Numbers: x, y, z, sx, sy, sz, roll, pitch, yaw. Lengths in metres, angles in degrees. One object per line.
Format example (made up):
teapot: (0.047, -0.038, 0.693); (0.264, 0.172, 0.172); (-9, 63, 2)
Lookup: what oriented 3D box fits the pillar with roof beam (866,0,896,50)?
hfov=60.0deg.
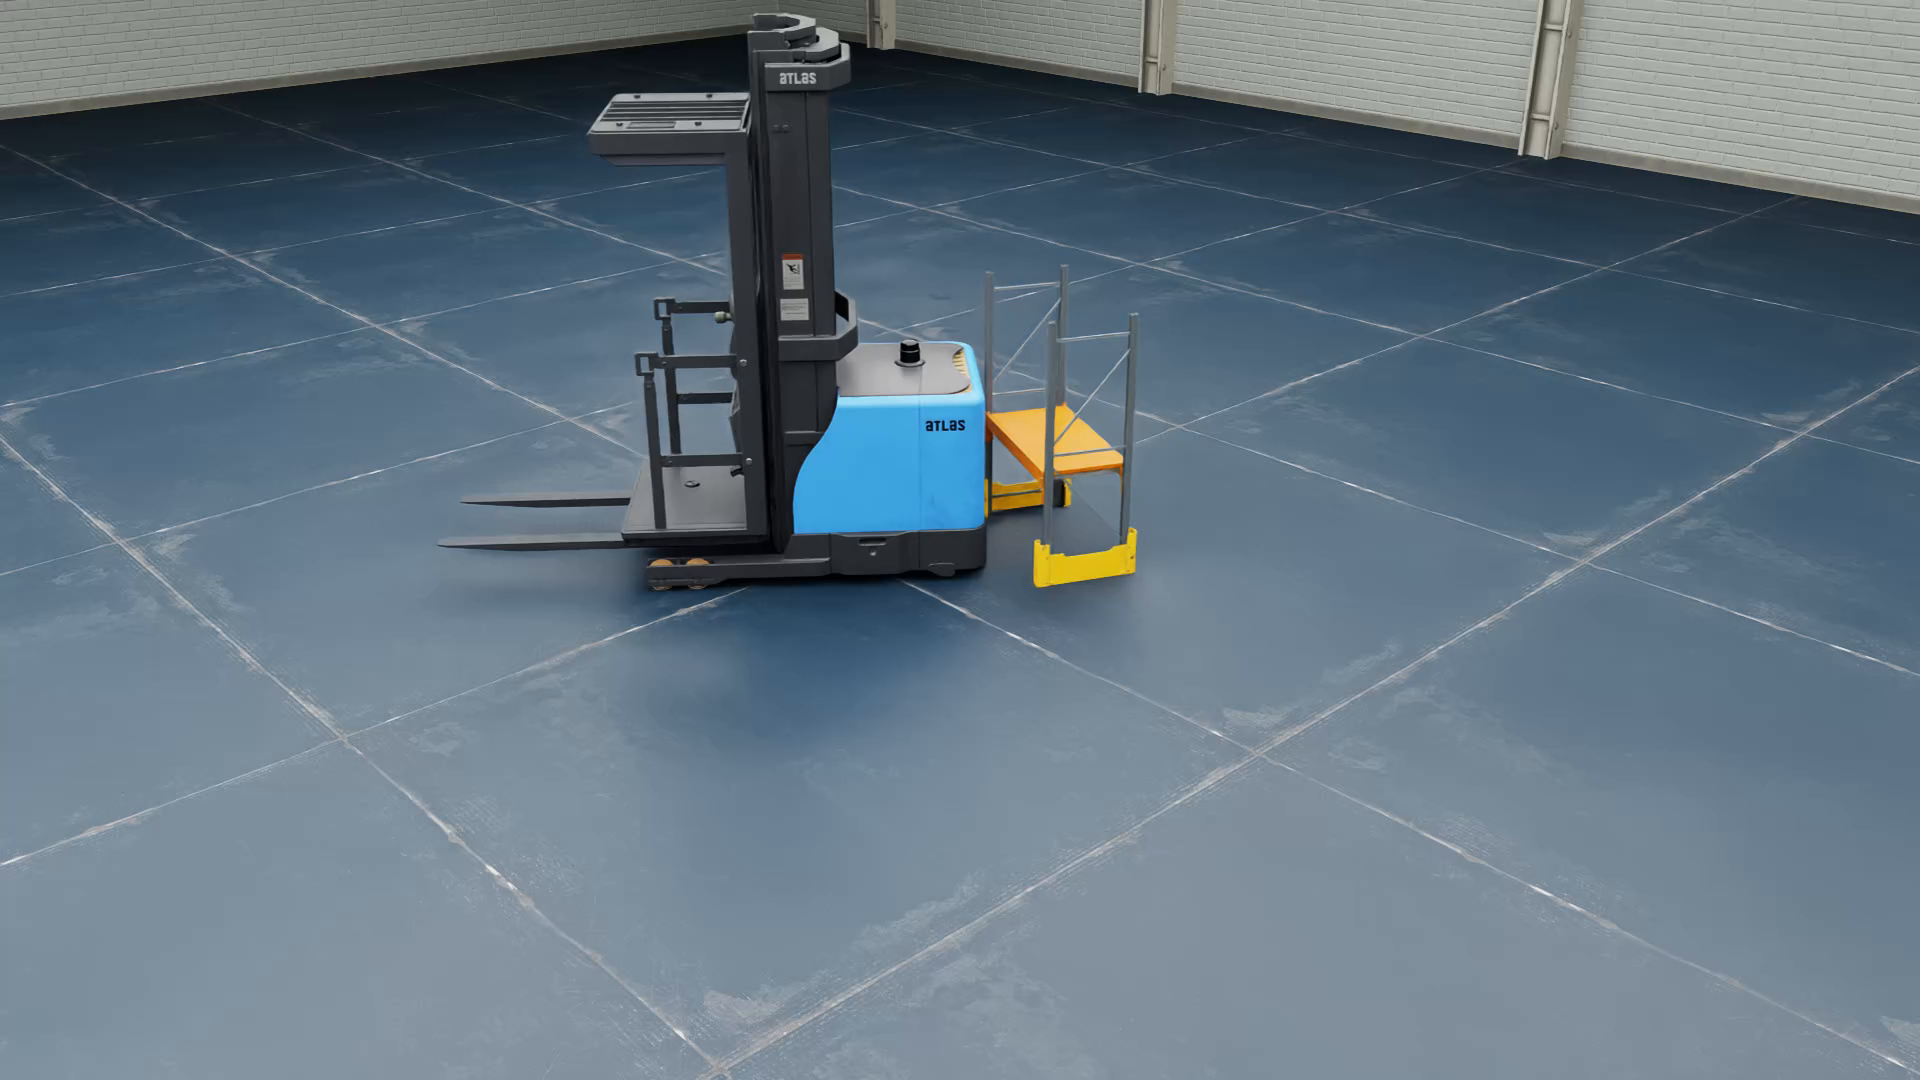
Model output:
pillar with roof beam: (-4.452, -11.087, 23.211); (9.100, 9.000, 0.400); (-21, 32, -38)

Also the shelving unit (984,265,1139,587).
shelving unit: (0.545, -0.671, 9.415); (0.587, 1.500, 1.083); (-8, 26, -16)

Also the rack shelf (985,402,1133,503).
rack shelf: (0.542, -0.511, 9.497); (0.538, 0.185, 1.000); (-8, 26, -16)

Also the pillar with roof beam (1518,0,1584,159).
pillar with roof beam: (3.750, -7.452, 15.242); (9.100, 9.000, 0.400); (-21, 32, -38)

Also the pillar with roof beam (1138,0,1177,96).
pillar with roof beam: (-0.351, -9.269, 19.227); (9.100, 9.000, 0.400); (-21, 32, -38)

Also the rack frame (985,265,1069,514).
rack frame: (0.387, -0.876, 9.863); (0.500, 1.500, 0.032); (-8, 26, -16)

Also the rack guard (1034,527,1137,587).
rack guard: (0.696, 0.094, 9.243); (0.587, 0.250, 0.087); (-8, 26, -16)

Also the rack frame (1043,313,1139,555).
rack frame: (0.697, -0.474, 8.982); (0.500, 1.500, 0.032); (-8, 26, -16)

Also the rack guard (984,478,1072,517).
rack guard: (0.393, -0.300, 10.106); (0.587, 0.250, 0.087); (-8, 26, -16)

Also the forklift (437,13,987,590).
forklift: (-1.392, -1.284, 9.033); (3.031, 2.935, 1.130); (-2, 25, -4)
